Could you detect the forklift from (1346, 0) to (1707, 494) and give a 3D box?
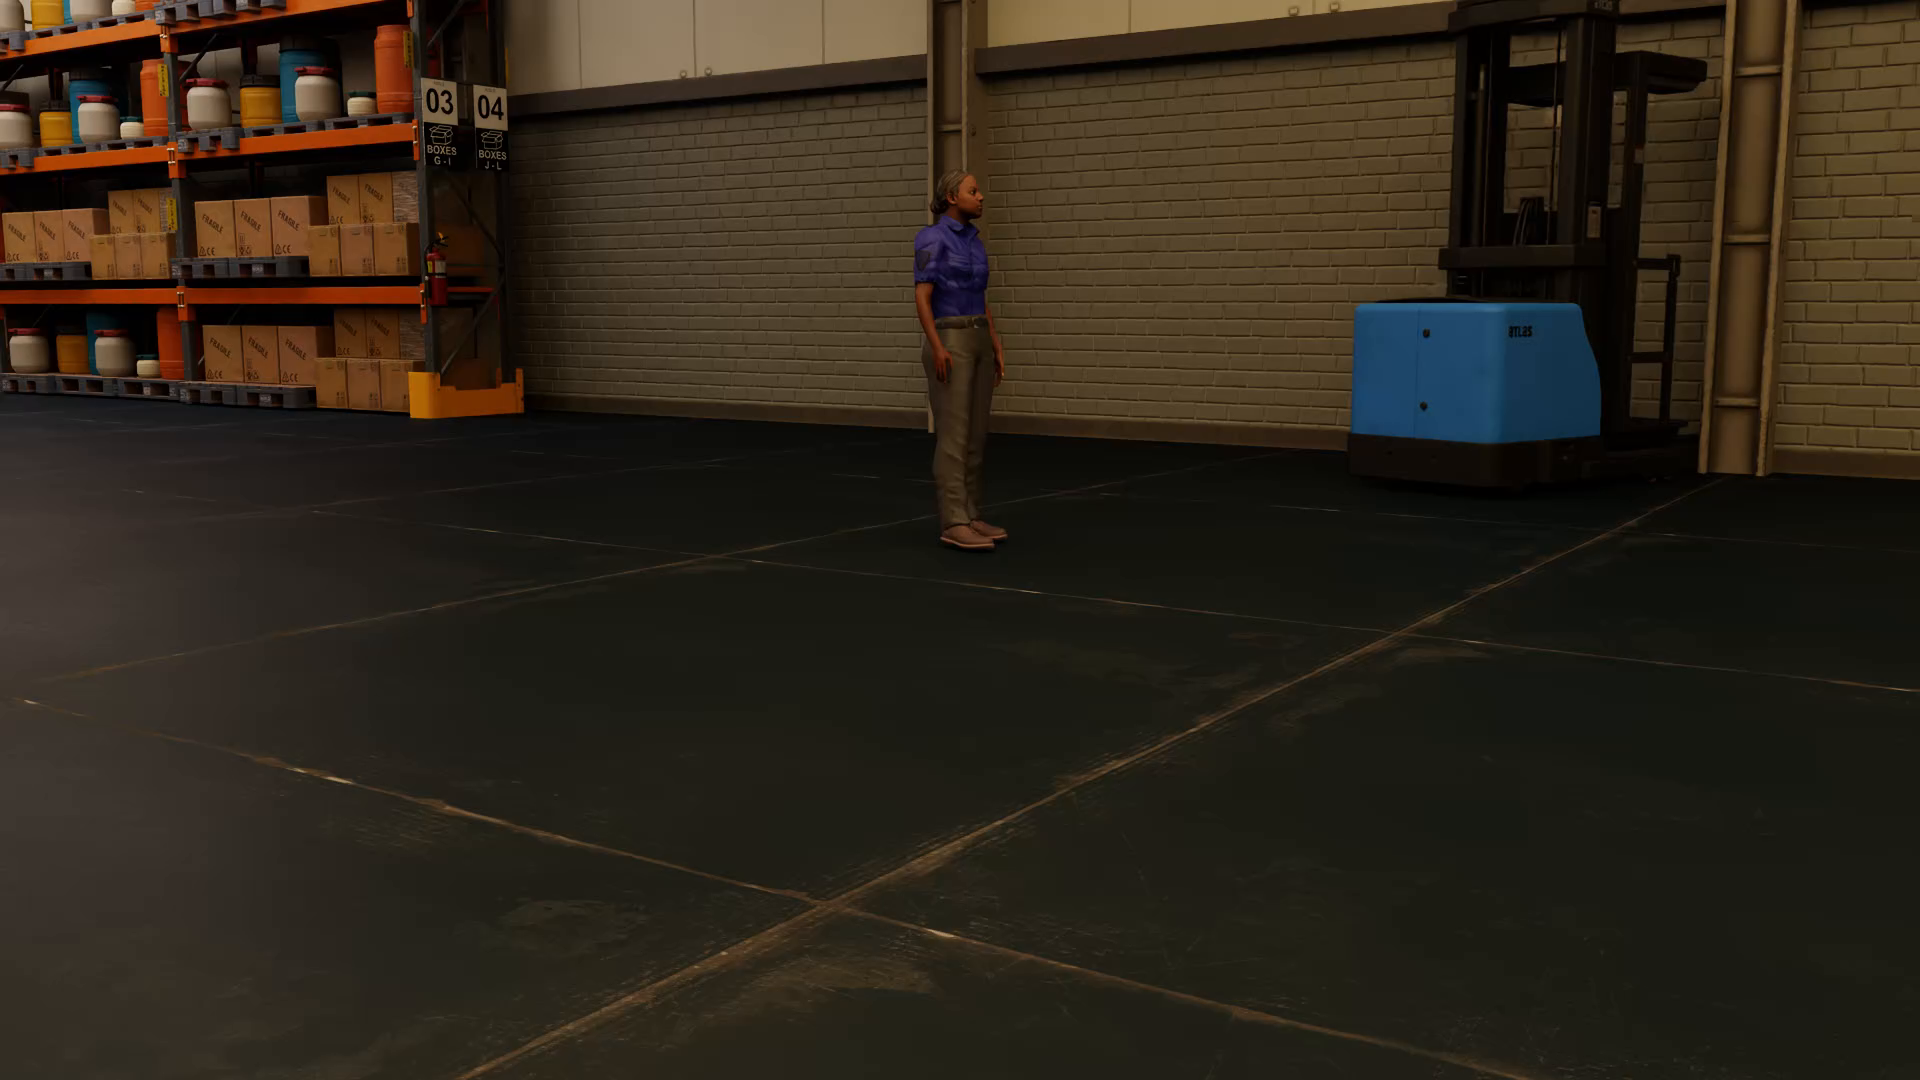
[{"bbox_3d":[3.773,-1.848,10.190,3.031,2.935,1.130,-6,10,-37],"label":"forklift"}]

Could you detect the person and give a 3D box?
[{"bbox_3d":[0.062,-0.817,7.421,0.503,1.656,0.569,5,10,34],"label":"person"}]
